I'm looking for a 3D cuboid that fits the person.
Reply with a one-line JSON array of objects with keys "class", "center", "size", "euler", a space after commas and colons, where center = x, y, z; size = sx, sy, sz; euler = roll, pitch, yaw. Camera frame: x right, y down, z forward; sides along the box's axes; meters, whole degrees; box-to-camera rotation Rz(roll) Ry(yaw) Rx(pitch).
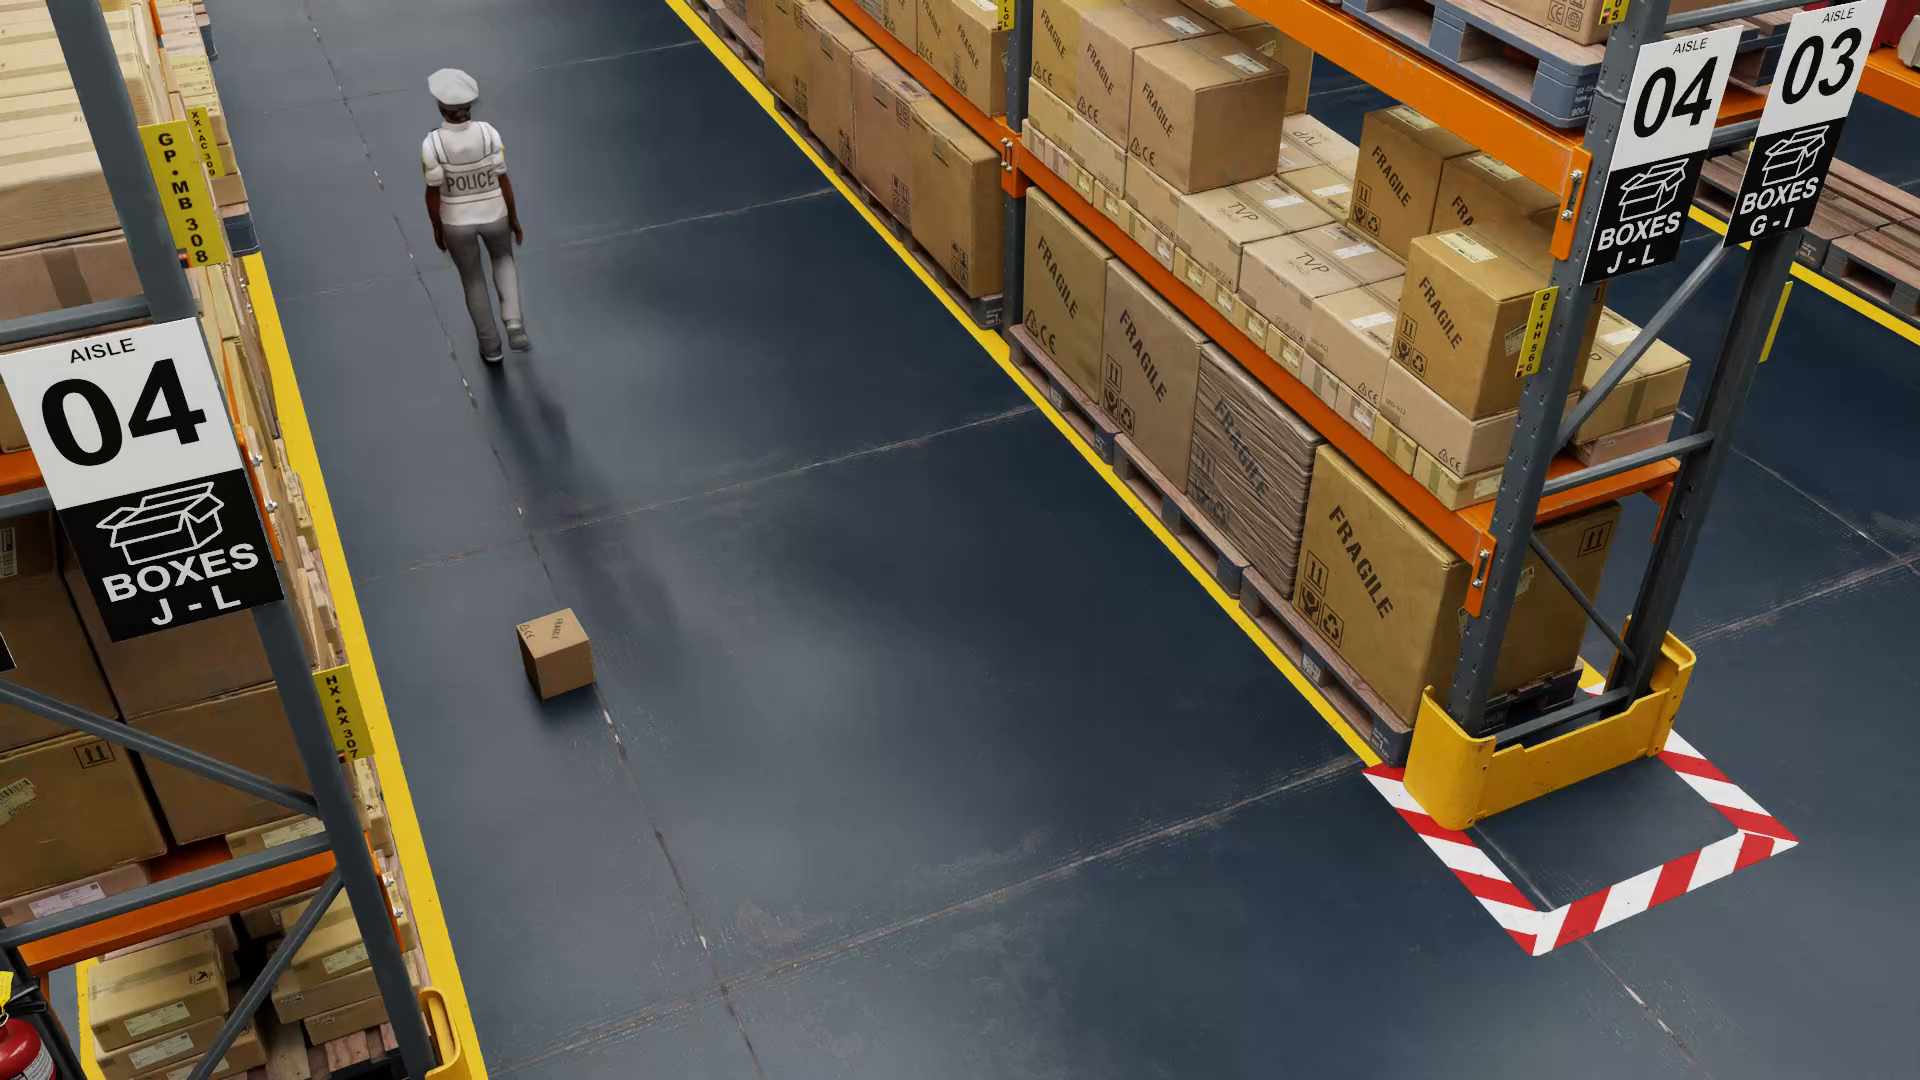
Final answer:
[{"class": "person", "center": [-2.667, -1.770, 9.100], "size": [0.470, 1.685, 0.444], "euler": [-17, 41, -21]}]
